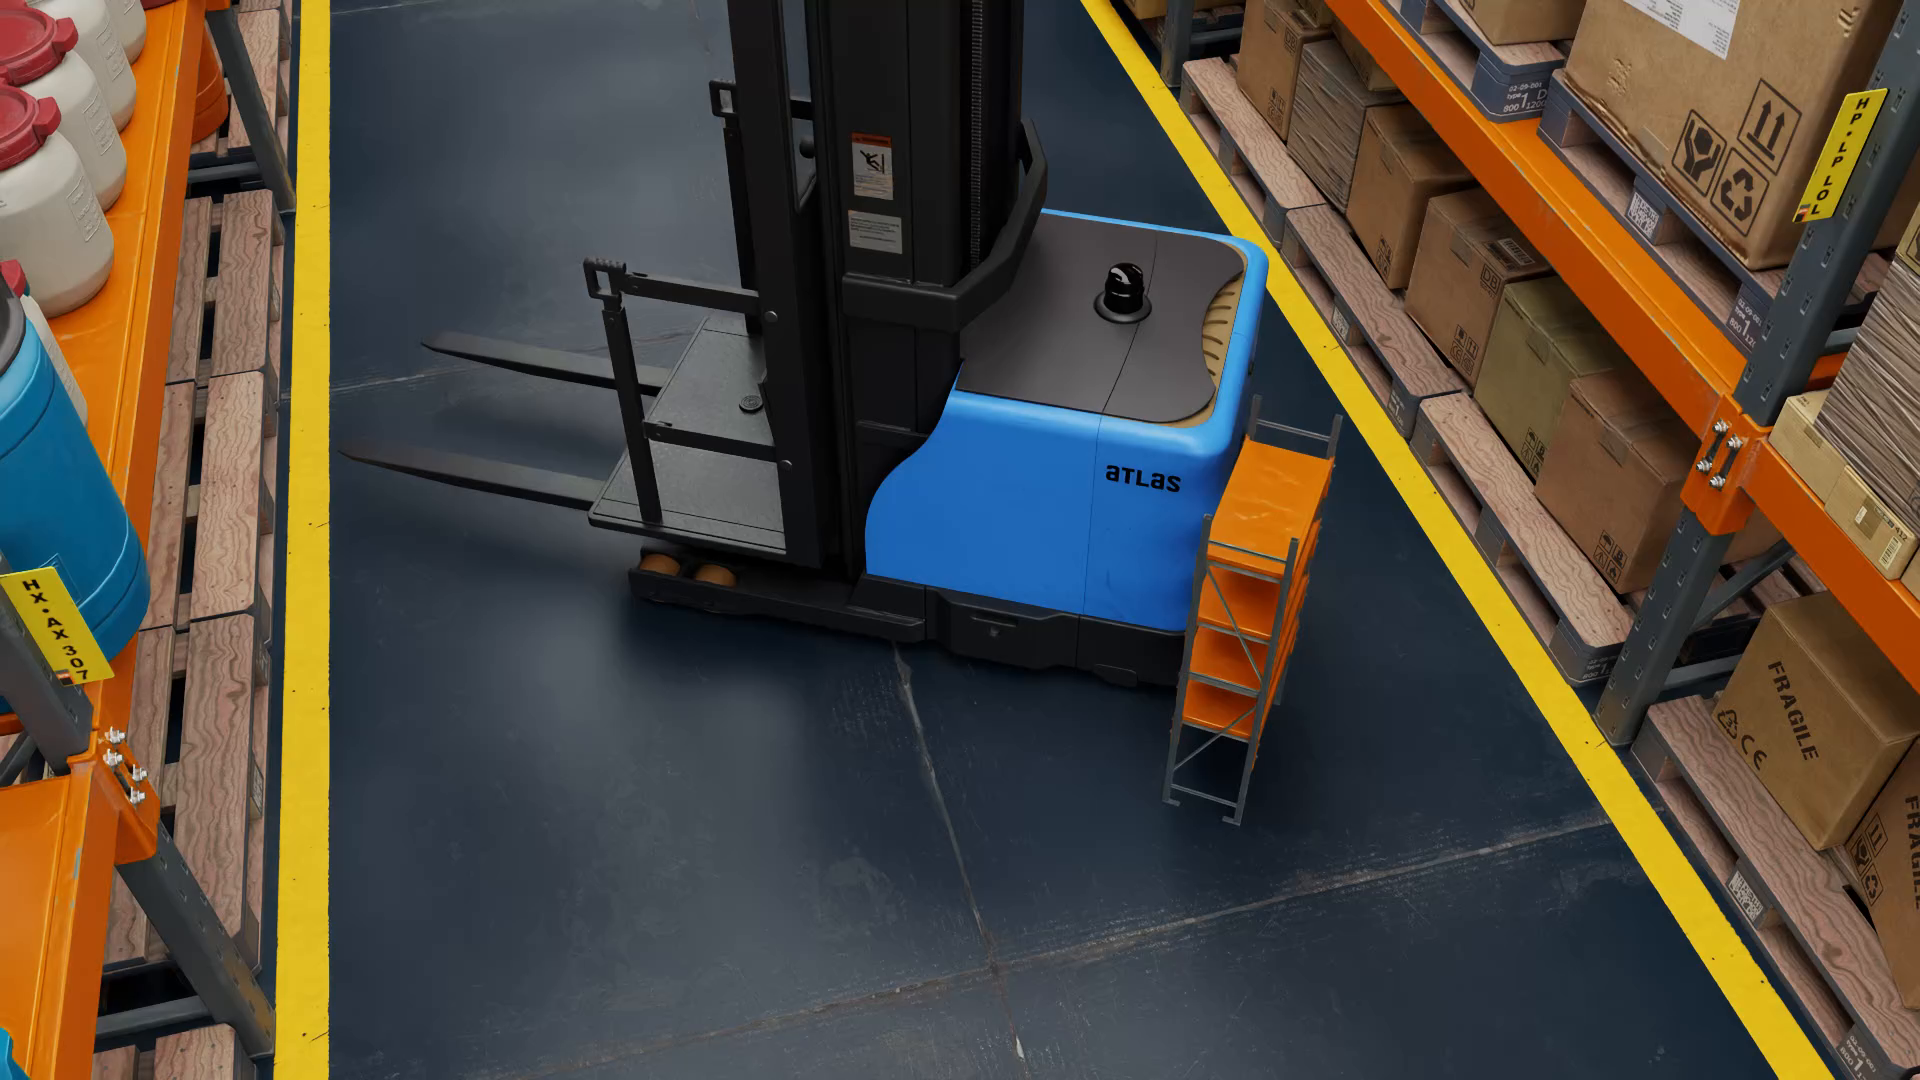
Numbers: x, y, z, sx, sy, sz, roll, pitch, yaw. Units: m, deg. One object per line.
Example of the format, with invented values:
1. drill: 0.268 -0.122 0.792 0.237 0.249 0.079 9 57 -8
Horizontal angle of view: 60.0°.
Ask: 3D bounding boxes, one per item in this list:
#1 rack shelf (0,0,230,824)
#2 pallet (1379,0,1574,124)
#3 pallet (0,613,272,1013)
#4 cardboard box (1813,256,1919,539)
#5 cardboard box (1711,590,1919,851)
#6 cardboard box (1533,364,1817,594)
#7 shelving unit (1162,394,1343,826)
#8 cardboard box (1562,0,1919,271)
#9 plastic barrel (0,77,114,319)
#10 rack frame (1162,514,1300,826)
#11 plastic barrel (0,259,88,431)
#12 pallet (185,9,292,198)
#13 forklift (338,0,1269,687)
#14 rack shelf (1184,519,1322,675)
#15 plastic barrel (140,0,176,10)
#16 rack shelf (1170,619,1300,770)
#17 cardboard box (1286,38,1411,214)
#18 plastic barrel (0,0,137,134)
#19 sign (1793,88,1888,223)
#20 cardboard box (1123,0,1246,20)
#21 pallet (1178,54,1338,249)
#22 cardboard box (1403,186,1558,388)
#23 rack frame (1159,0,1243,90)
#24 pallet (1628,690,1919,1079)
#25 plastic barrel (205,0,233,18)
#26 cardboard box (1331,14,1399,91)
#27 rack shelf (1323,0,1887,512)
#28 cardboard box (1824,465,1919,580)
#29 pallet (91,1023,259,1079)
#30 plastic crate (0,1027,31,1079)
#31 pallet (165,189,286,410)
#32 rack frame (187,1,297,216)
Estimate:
1. rack shelf: -2.828 -0.765 4.903 1.077 0.370 4.000 -11 47 -10
2. pallet: 1.995 -1.876 5.623 1.003 0.211 1.213 -11 47 -10
3. pallet: -2.554 0.805 4.813 1.003 0.211 1.213 -11 47 -10
4. cardboard box: 2.528 -0.358 3.723 0.875 0.500 0.500 -11 47 -10
5. cardboard box: 2.536 0.470 4.645 0.500 0.500 0.500 -12 47 -12
6. cardboard box: 2.336 -0.248 5.335 0.700 0.500 0.500 -14 47 -13
7. shelving unit: 0.808 0.228 4.686 0.258 1.200 0.503 16 48 15
8. cardboard box: 2.404 -1.472 4.379 1.000 1.000 1.000 -10 46 -10
9. plastic barrel: -2.536 -0.890 4.427 0.433 0.535 0.433 0 46 0
10. rack frame: 0.718 0.390 4.527 0.240 1.200 0.015 16 48 15
11. plastic barrel: -2.349 -0.384 3.931 0.433 0.535 0.433 0 46 0
12. pallet: -3.582 -1.958 7.521 1.003 0.211 1.213 -11 47 -10
13. forklift: -0.603 -1.138 4.813 3.031 2.935 1.130 10 47 10
14. rack shelf: 0.808 0.119 4.574 0.258 0.148 0.480 16 48 15
15. plastic barrel: -2.928 -2.180 5.691 0.600 0.536 0.708 -11 47 -10
16. rack shelf: 0.808 0.414 4.876 0.258 0.148 0.480 16 48 15
17. cardboard box: 1.794 -1.742 6.799 0.700 0.500 0.500 -14 47 -14
18. plastic barrel: -2.762 -1.474 5.016 0.421 0.512 0.421 0 46 0
19. sign: 1.937 -0.842 3.665 0.100 0.325 0.005 -11 47 -10
20. cardboard box: 1.292 -3.186 7.966 1.225 0.875 0.875 -13 47 -12
21. pallet: 1.647 -1.787 7.353 1.003 0.211 1.213 -11 47 -10
22. cardboard box: 2.088 -0.967 6.040 0.700 0.500 0.500 -14 47 -14
23. rack frame: 1.448 -3.303 6.887 1.000 3.000 0.127 -11 47 -10
24. pallet: 2.678 0.892 4.728 1.003 0.211 1.213 -11 47 -10
25. plastic barrel: -3.770 -2.815 7.802 0.600 0.588 0.708 -11 47 -10
26. cardboard box: 1.794 -2.023 6.549 0.500 0.250 0.500 -6 46 -6
27. rack shelf: 1.960 -1.670 5.790 1.077 0.370 4.000 -11 47 -10
28. cardboard box: 2.288 -0.075 3.899 0.380 0.149 0.250 -11 47 -10
29. pallet: -2.184 1.812 3.827 1.003 0.211 1.213 -11 47 -10
30. plastic crate: -1.770 1.131 2.646 0.499 0.251 0.616 -11 47 -10
31. pallet: -3.179 -0.879 6.464 1.003 0.211 1.213 -11 47 -10
32. rack frame: -3.340 -2.397 5.999 1.000 3.000 0.127 -11 47 -10
